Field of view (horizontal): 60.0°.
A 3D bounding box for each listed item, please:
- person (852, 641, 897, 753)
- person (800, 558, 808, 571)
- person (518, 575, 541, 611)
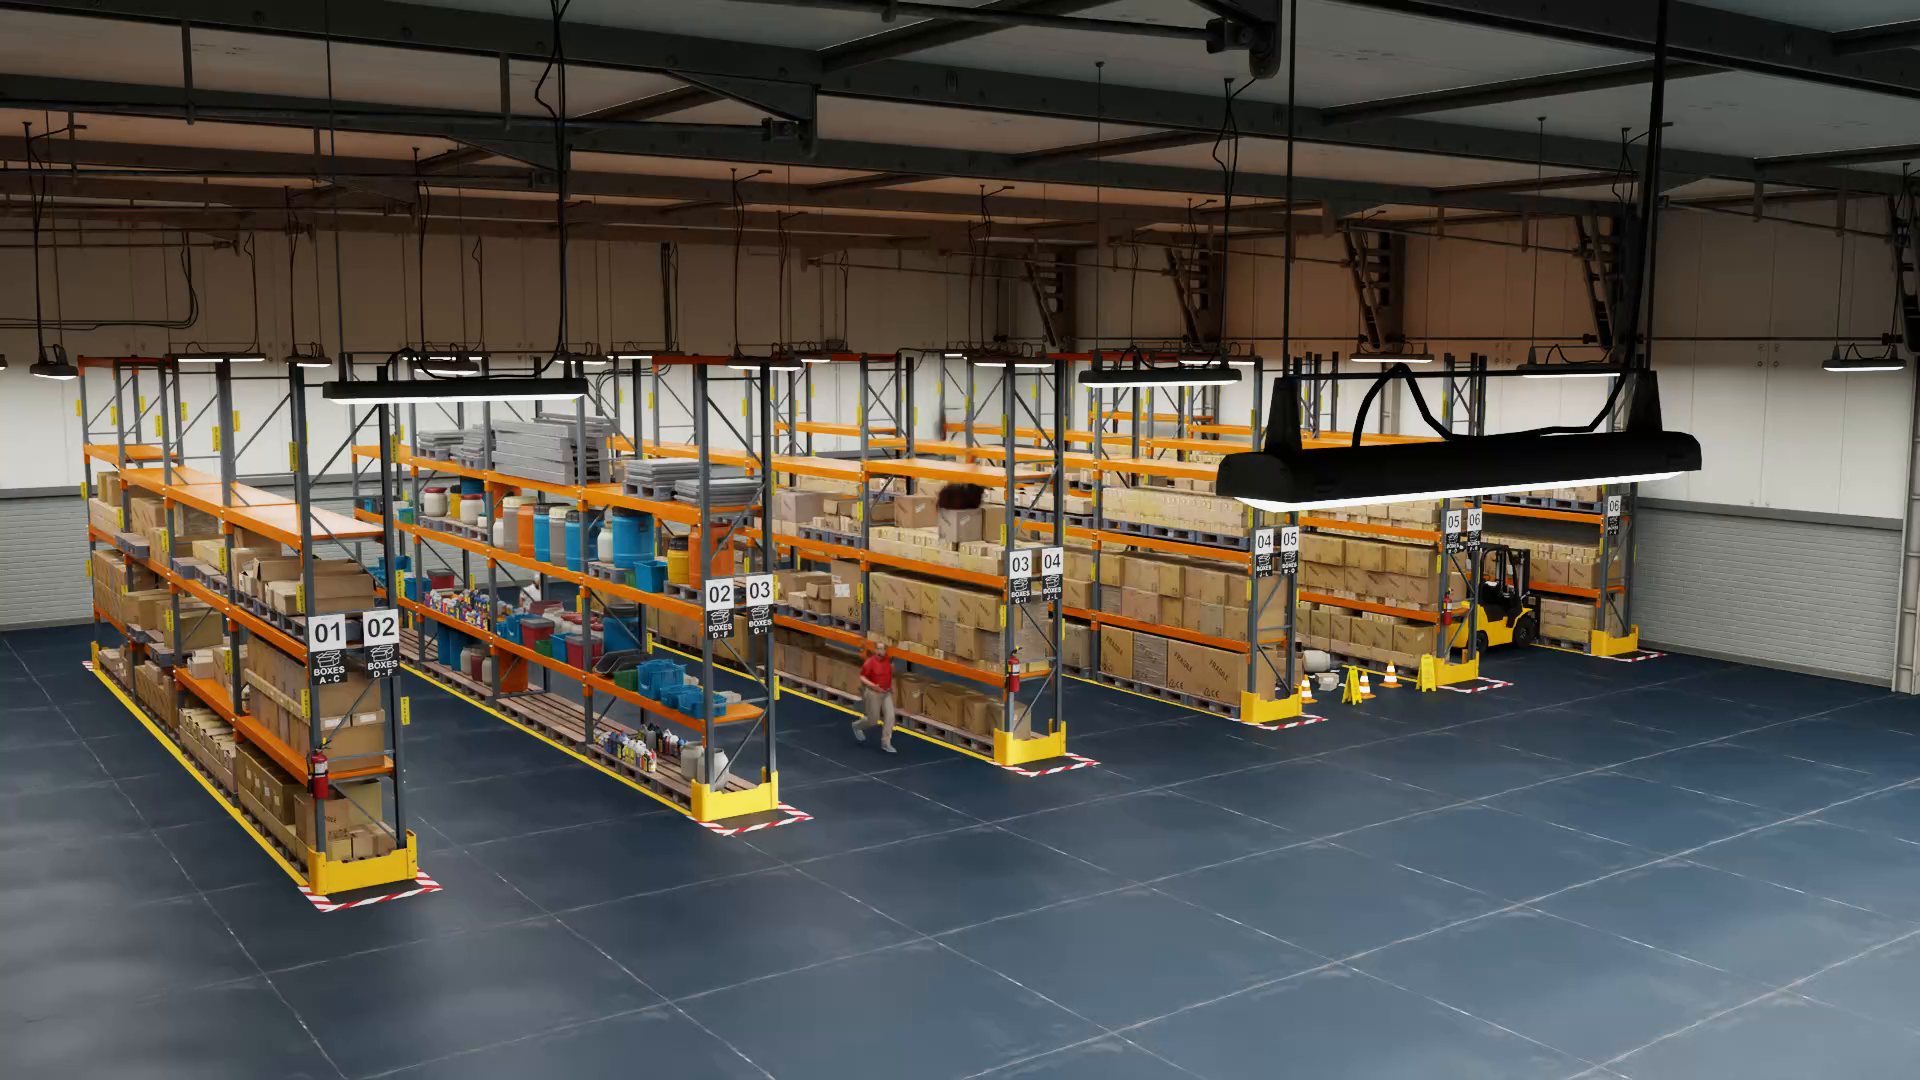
[{"bbox_3d":[-1.294,2.386,25.642,0.651,1.709,0.879,-6,9,-41],"label":"person"},{"bbox_3d":[-3.934,0.465,41.861,0.775,1.655,0.618,-1,7,-6],"label":"person"},{"bbox_3d":[-8.614,1.497,33.525,0.627,1.646,0.726,-6,9,-41],"label":"person"}]
